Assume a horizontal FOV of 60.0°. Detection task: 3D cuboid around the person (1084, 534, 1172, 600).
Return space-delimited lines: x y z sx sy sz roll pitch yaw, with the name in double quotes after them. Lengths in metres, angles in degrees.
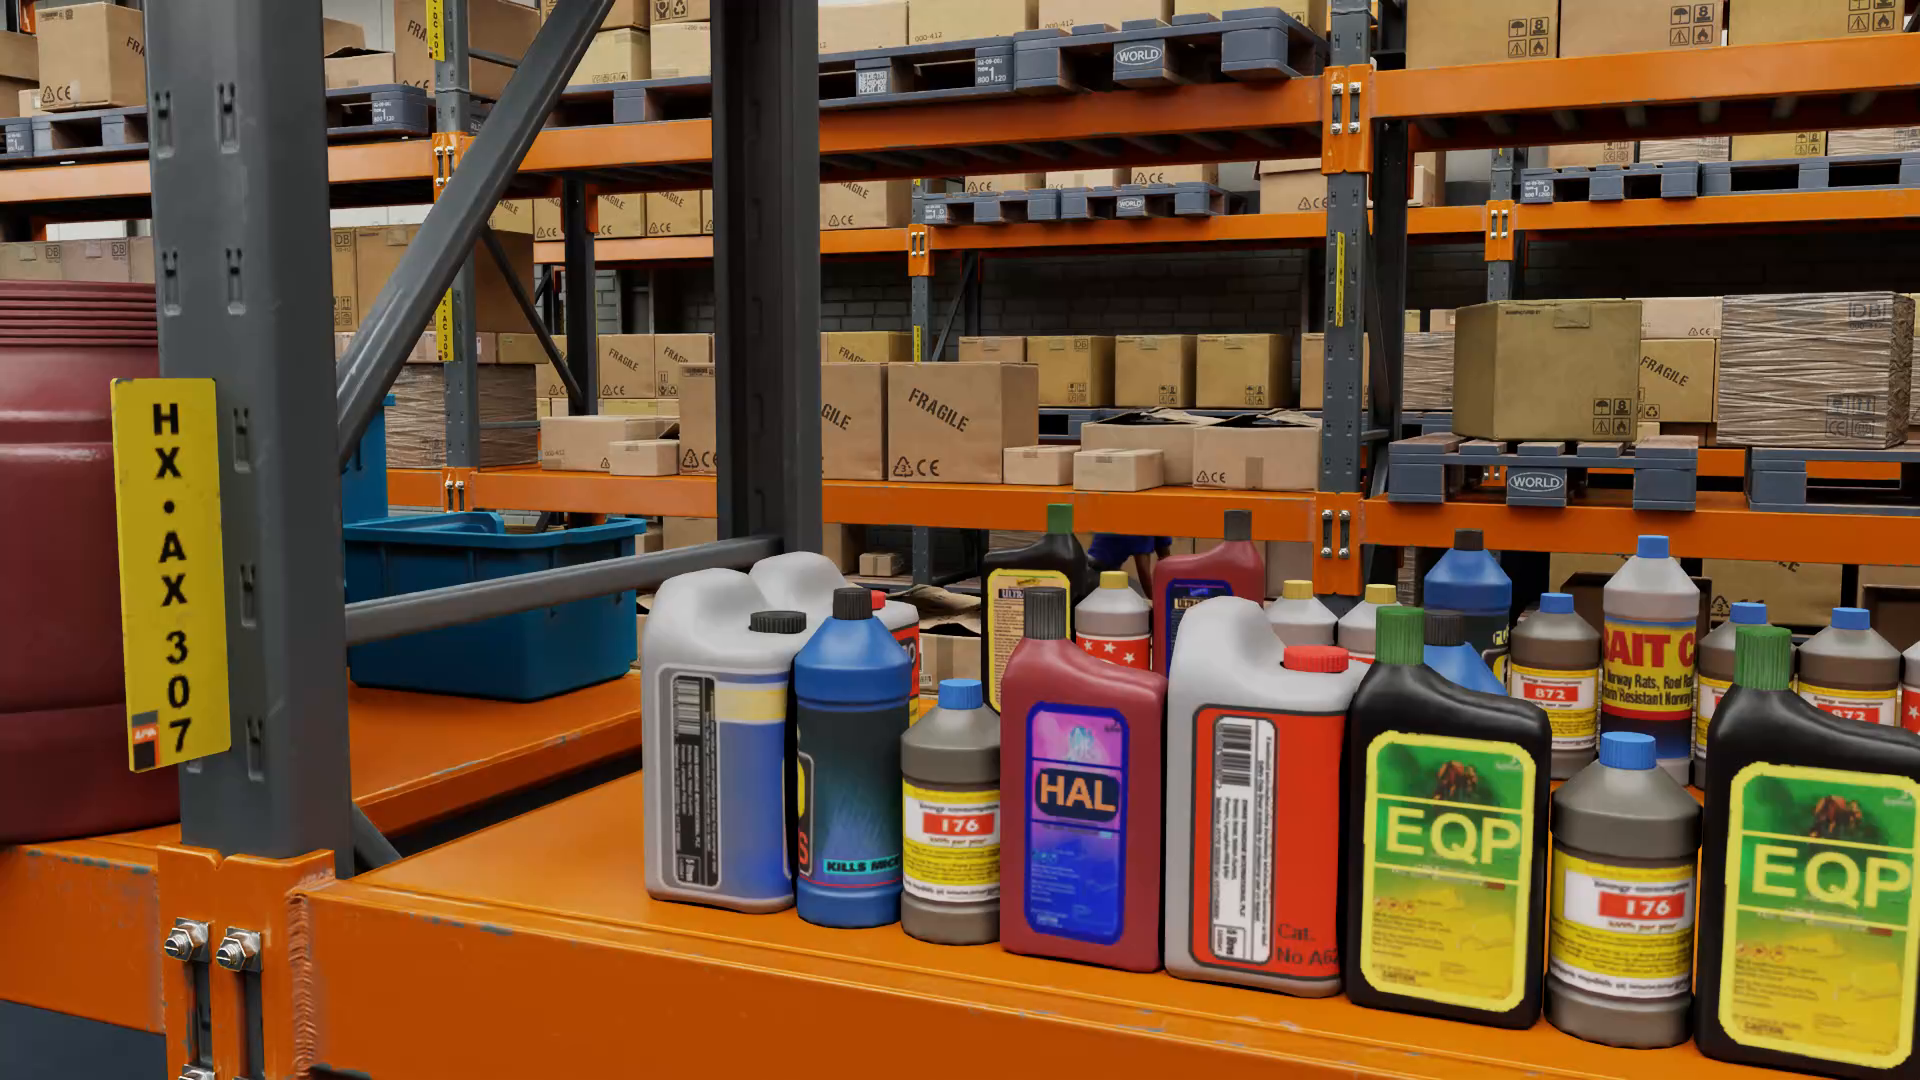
0.916 0.248 8.774 0.684 1.277 0.497 2 6 24 "person"
